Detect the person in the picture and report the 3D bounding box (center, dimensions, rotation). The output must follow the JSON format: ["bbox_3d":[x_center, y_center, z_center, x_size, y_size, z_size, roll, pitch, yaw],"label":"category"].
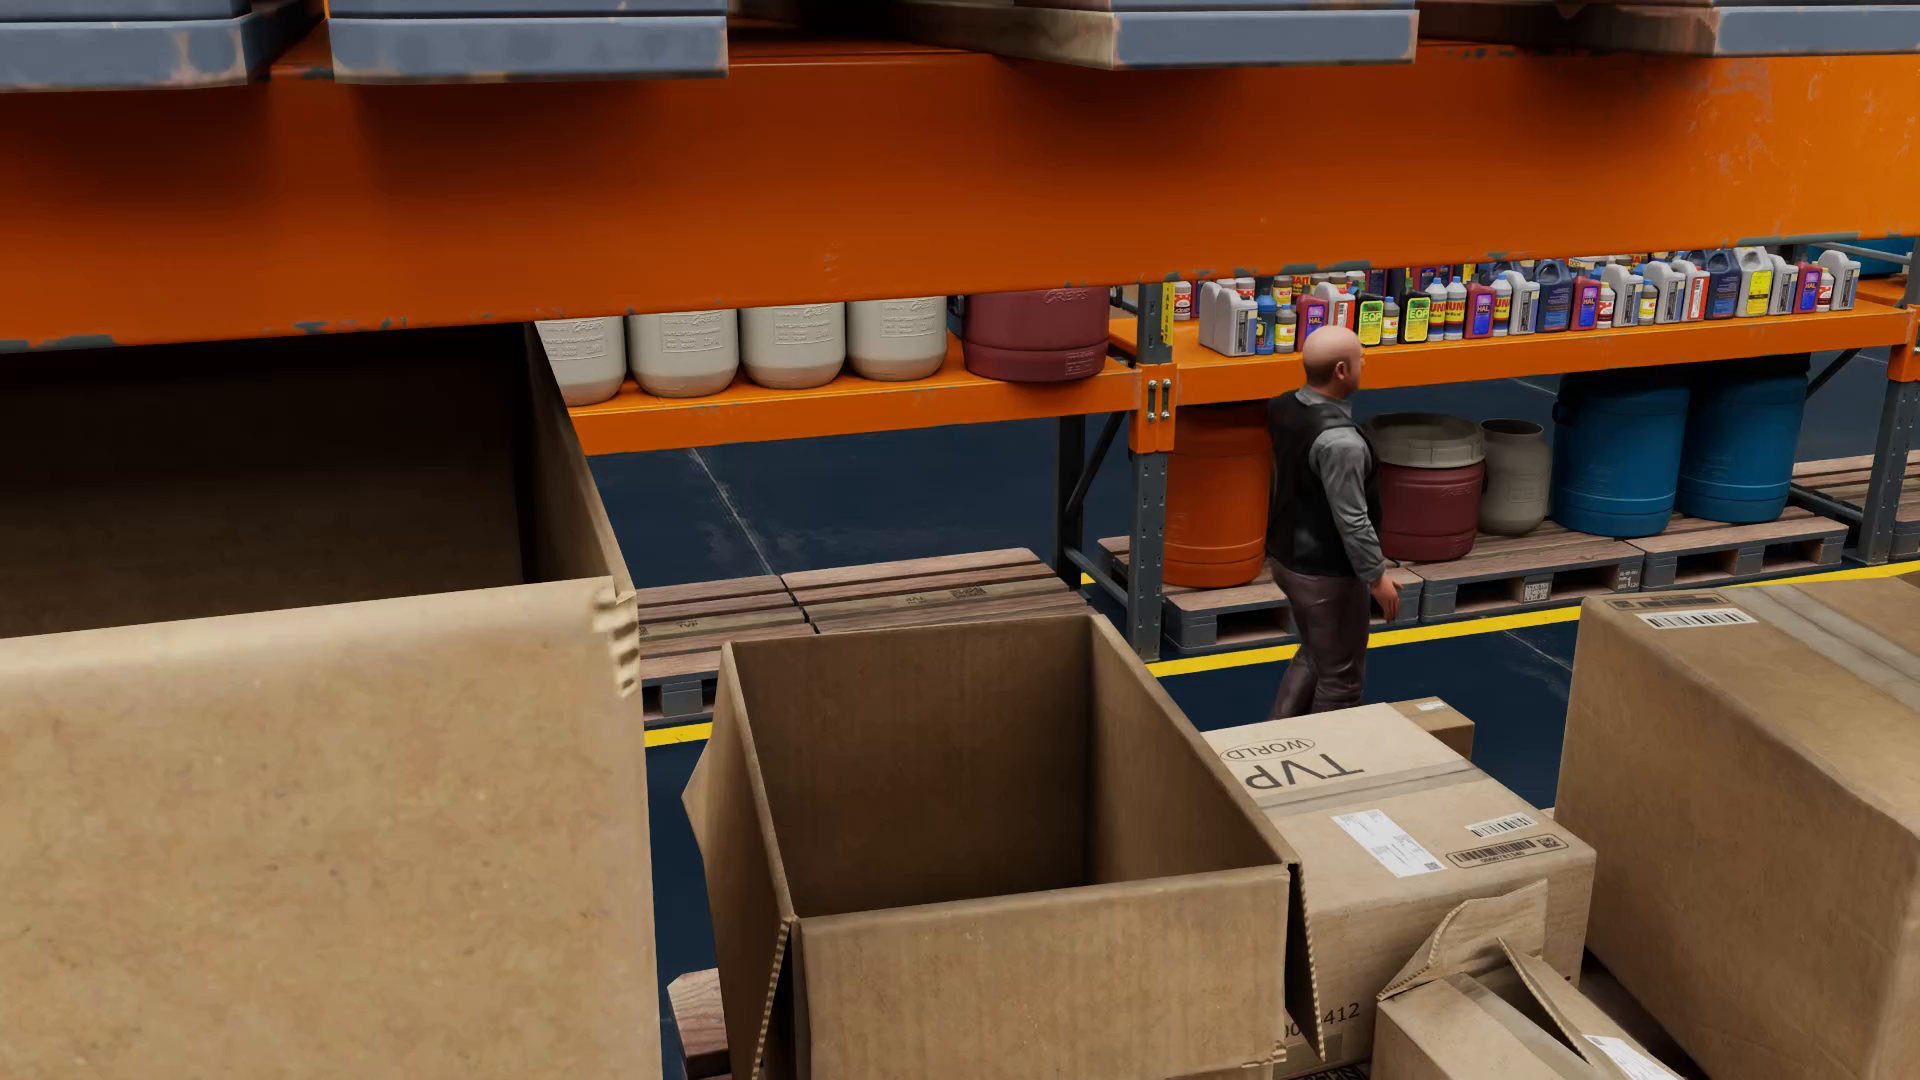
[{"bbox_3d":[1.332,0.128,5.794,0.513,1.788,0.576,-4,19,-10],"label":"person"}]
